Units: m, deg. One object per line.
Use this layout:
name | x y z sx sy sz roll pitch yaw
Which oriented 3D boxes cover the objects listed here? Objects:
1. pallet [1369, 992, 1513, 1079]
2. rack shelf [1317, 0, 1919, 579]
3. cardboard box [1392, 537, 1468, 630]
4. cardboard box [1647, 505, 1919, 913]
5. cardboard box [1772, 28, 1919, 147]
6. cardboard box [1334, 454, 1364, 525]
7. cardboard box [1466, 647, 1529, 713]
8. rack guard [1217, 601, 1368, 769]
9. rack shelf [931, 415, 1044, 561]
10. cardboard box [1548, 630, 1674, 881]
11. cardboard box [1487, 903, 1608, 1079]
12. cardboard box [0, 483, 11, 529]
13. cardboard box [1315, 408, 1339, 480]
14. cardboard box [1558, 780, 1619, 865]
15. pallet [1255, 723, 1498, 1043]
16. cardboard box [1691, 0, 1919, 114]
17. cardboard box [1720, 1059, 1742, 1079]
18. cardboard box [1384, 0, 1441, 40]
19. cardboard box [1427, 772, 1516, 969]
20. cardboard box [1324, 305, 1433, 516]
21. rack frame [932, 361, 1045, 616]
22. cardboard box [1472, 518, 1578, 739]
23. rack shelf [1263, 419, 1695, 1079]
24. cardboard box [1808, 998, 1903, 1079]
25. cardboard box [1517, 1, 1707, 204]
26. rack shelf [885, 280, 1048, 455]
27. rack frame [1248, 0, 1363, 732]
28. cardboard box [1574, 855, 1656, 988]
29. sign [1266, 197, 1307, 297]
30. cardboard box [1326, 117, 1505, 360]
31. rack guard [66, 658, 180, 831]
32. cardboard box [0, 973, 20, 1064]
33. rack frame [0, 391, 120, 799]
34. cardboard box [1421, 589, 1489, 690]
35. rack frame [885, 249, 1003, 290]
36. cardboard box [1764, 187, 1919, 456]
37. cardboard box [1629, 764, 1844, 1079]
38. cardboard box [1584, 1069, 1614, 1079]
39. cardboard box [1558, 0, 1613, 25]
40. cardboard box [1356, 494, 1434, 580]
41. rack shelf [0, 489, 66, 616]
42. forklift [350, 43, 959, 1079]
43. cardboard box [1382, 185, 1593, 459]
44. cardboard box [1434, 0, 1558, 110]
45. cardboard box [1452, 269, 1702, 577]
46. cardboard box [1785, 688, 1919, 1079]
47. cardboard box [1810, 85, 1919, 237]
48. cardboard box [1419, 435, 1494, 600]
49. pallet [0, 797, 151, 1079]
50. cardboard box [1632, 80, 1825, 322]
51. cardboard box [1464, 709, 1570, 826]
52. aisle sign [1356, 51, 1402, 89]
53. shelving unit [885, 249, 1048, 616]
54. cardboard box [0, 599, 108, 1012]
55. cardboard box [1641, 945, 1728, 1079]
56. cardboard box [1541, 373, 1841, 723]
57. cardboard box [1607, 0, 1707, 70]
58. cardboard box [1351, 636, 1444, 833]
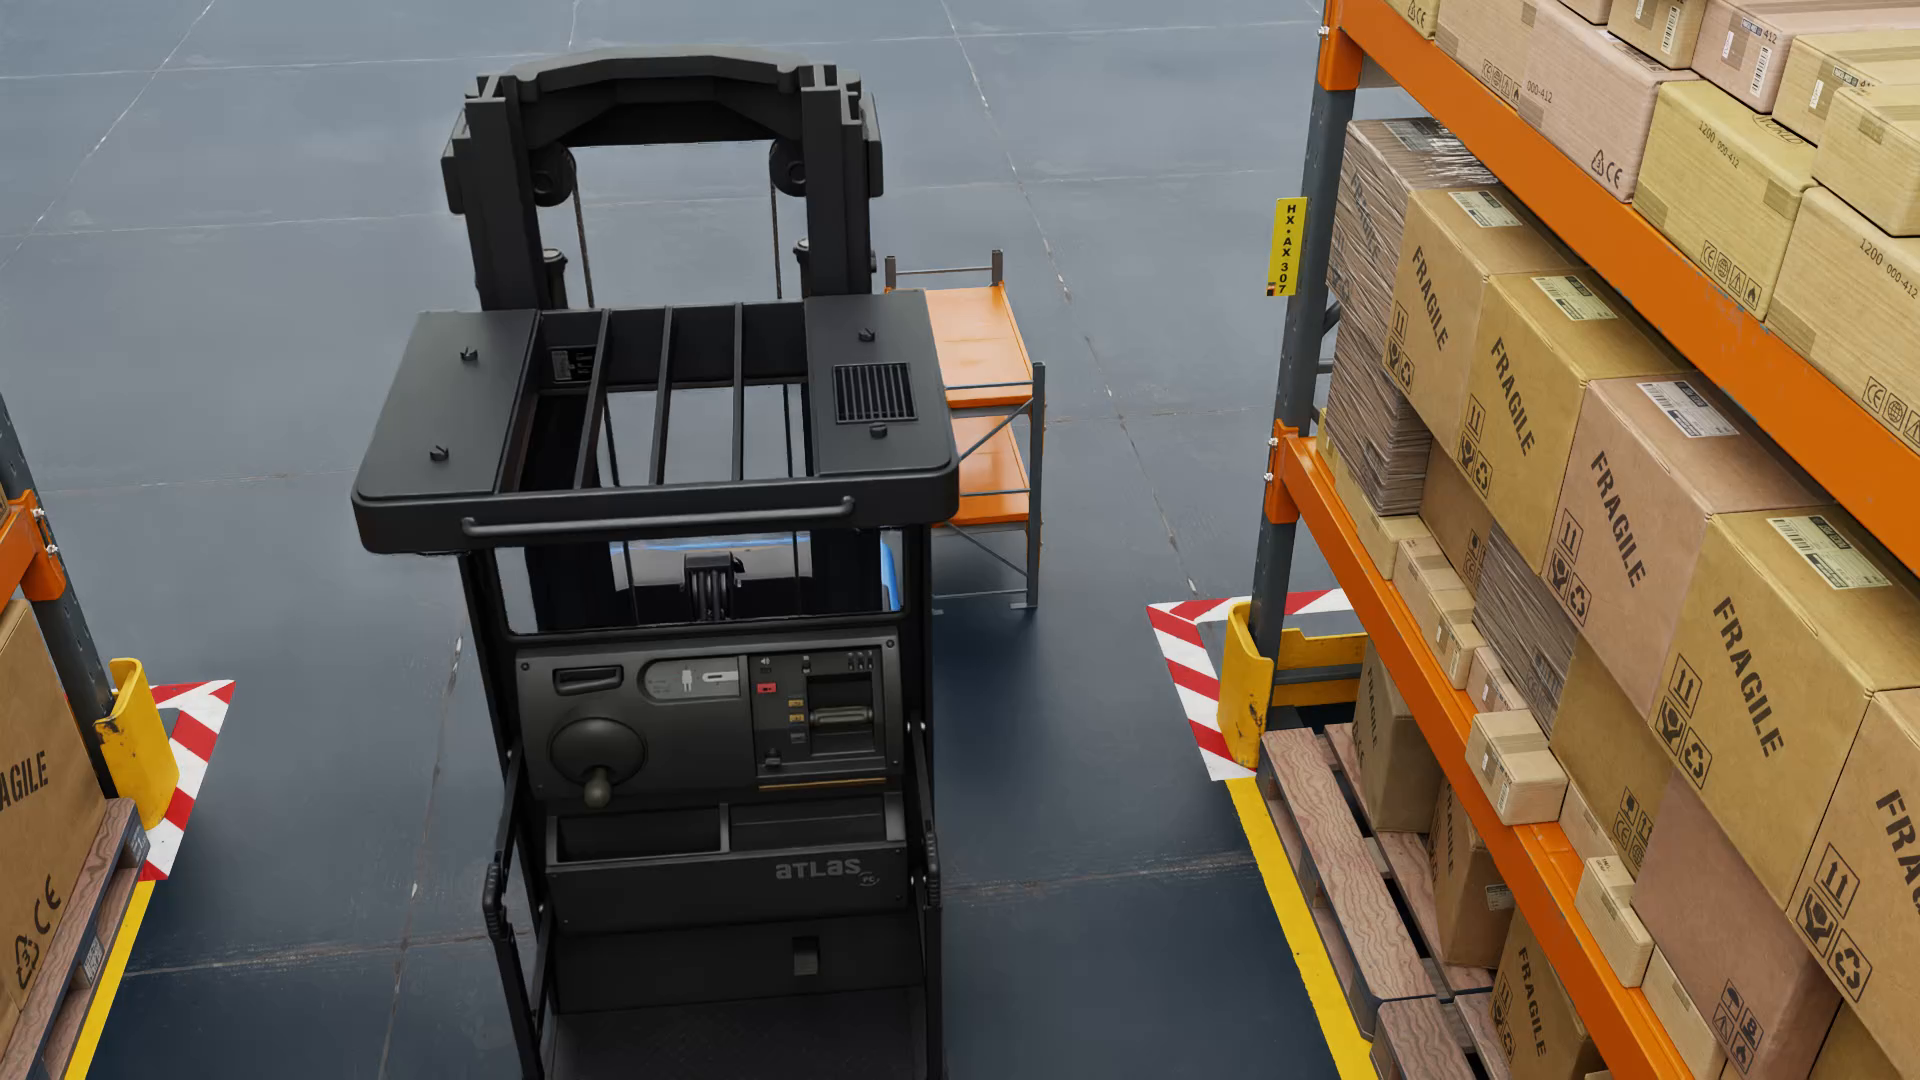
pallet | 1.796 1.742 4.507 1.003 0.211 1.213 -4 35 -6
rack shelf | 1.820 -0.414 3.170 1.077 0.370 4.000 -4 35 -6
cardboard box | 1.440 0.112 4.645 0.380 0.149 0.250 -4 35 -6
cardboard box | 1.620 0.278 2.937 0.500 0.500 0.500 -4 35 -6
cardboard box | 1.627 -0.750 2.802 0.380 0.149 0.250 -6 35 -8
cardboard box | 1.367 -0.166 5.053 0.380 0.149 0.250 -4 35 -6
cardboard box | 1.527 0.390 4.237 0.380 0.149 0.250 -4 35 -6
rack guard | 1.561 0.487 6.091 1.175 0.500 0.348 -4 35 -6
rack shelf | 0.001 -0.259 7.065 0.538 0.278 1.000 -4 35 -6
cardboard box | 1.864 0.389 3.663 0.875 0.500 0.500 -4 35 -6
cardboard box | 1.798 1.303 4.521 0.500 0.500 0.500 -1 34 -2
cardboard box | -3.283 -0.127 4.640 0.875 0.550 0.550 -4 35 -6
cardboard box | 1.353 -0.307 5.260 0.380 0.149 0.250 -4 35 -6
cardboard box | 1.623 0.667 3.831 0.380 0.149 0.250 -4 35 -6
pallet | 1.635 1.063 5.503 1.003 0.211 1.213 -4 35 -6
cardboard box | 1.579 -0.895 3.016 0.380 0.149 0.250 -5 35 -7
cardboard box | 1.723 1.085 3.217 0.380 0.149 0.250 -4 35 -6
cardboard box | 1.359 -1.477 4.224 0.500 0.250 0.500 -3 34 -5
cardboard box | 1.732 0.952 5.036 0.500 0.500 0.500 4 35 6
cardboard box | 1.597 -0.443 4.884 0.875 0.500 0.500 -4 35 -6
rack frame | 0.069 -0.177 6.511 0.500 1.125 0.032 -4 35 -6
cardboard box | 1.808 0.109 4.074 0.875 0.500 0.500 -4 35 -6
rack shelf | 1.820 0.825 4.014 1.077 0.370 4.000 -4 35 -6
cardboard box | 2.057 0.942 2.851 0.875 0.500 0.500 -4 35 -6
cardboard box | 1.497 -0.913 3.396 0.500 0.250 0.500 -4 35 -7
rack shelf | 0.001 -0.703 6.763 0.538 0.278 1.000 -4 35 -6
rack frame | 1.551 -0.588 5.449 1.000 3.000 0.127 -4 35 -6
cardboard box | 1.581 0.812 3.618 0.380 0.149 0.250 -4 35 -6
sign | 1.013 -0.905 5.145 0.100 0.325 0.005 -4 35 -6
cardboard box | 1.354 -0.838 4.575 0.500 0.500 0.500 -4 35 -6
rack guard | -3.381 0.751 5.705 1.175 0.500 0.348 -4 35 -6
cardboard box | -3.101 1.300 4.193 0.875 0.875 0.875 -5 35 -7
rack frame | -3.378 -0.269 4.981 1.000 3.000 0.127 -4 35 -6
cardboard box | 1.467 0.252 4.439 0.380 0.149 0.250 -4 35 -6
rack frame | -0.067 -0.745 7.344 0.500 1.125 0.032 -4 35 -6
cardboard box | 1.635 -0.344 2.561 0.500 0.250 0.500 -5 35 -7
cardboard box | 1.890 0.671 3.249 0.875 0.500 0.500 -4 35 -6
cardboard box | 1.828 1.618 4.059 0.500 0.500 0.500 -7 35 -11
cardboard box | 1.448 -1.182 3.437 0.380 0.149 0.250 -4 35 -7
cardboard box | 1.386 -0.026 4.847 0.380 0.149 0.250 -4 35 -6
rack shelf | -3.109 1.144 3.546 1.077 0.370 4.000 -4 35 -6
forklift | -0.584 0.499 3.915 1.130 2.935 3.031 -3 34 -5
cardboard box | 1.415 -0.558 4.165 0.500 0.500 0.500 -4 35 -6
cardboard box | 1.435 -1.190 3.802 0.500 0.250 0.500 -5 35 -7
cardboard box | 1.483 -0.280 3.756 0.500 0.500 0.500 -4 35 -6
cardboard box | 1.687 0.557 2.528 0.500 0.500 0.500 -4 35 -6
cardboard box | 1.576 -0.593 2.572 0.380 0.149 0.250 -3 34 -4
cardboard box | 1.783 -0.173 4.488 0.875 0.500 0.500 -4 35 -6
pallet | -3.193 1.324 5.120 1.003 0.211 1.213 -4 35 -6
cardboard box | 1.572 -0.623 2.970 0.500 0.250 0.500 -3 34 -5
cardboard box | 1.458 0.537 4.021 0.380 0.149 0.250 -4 35 -6
aisle sign | 1.245 -1.674 4.735 0.394 0.787 0.004 -4 35 -6
shelving unit | 0.001 -0.461 6.928 0.538 1.125 1.048 -4 35 -6
cardboard box | -3.221 0.809 4.913 0.875 0.875 0.875 -4 34 -6
cardboard box | 1.649 0.949 3.417 0.380 0.149 0.250 -4 35 -6
cardboard box | 1.557 -0.001 3.347 0.500 0.500 0.500 -4 35 -6
cardboard box | 1.500 -1.031 3.215 0.380 0.149 0.250 -6 35 -9
cardboard box | 1.618 0.621 5.522 0.500 0.500 0.500 2 34 2
